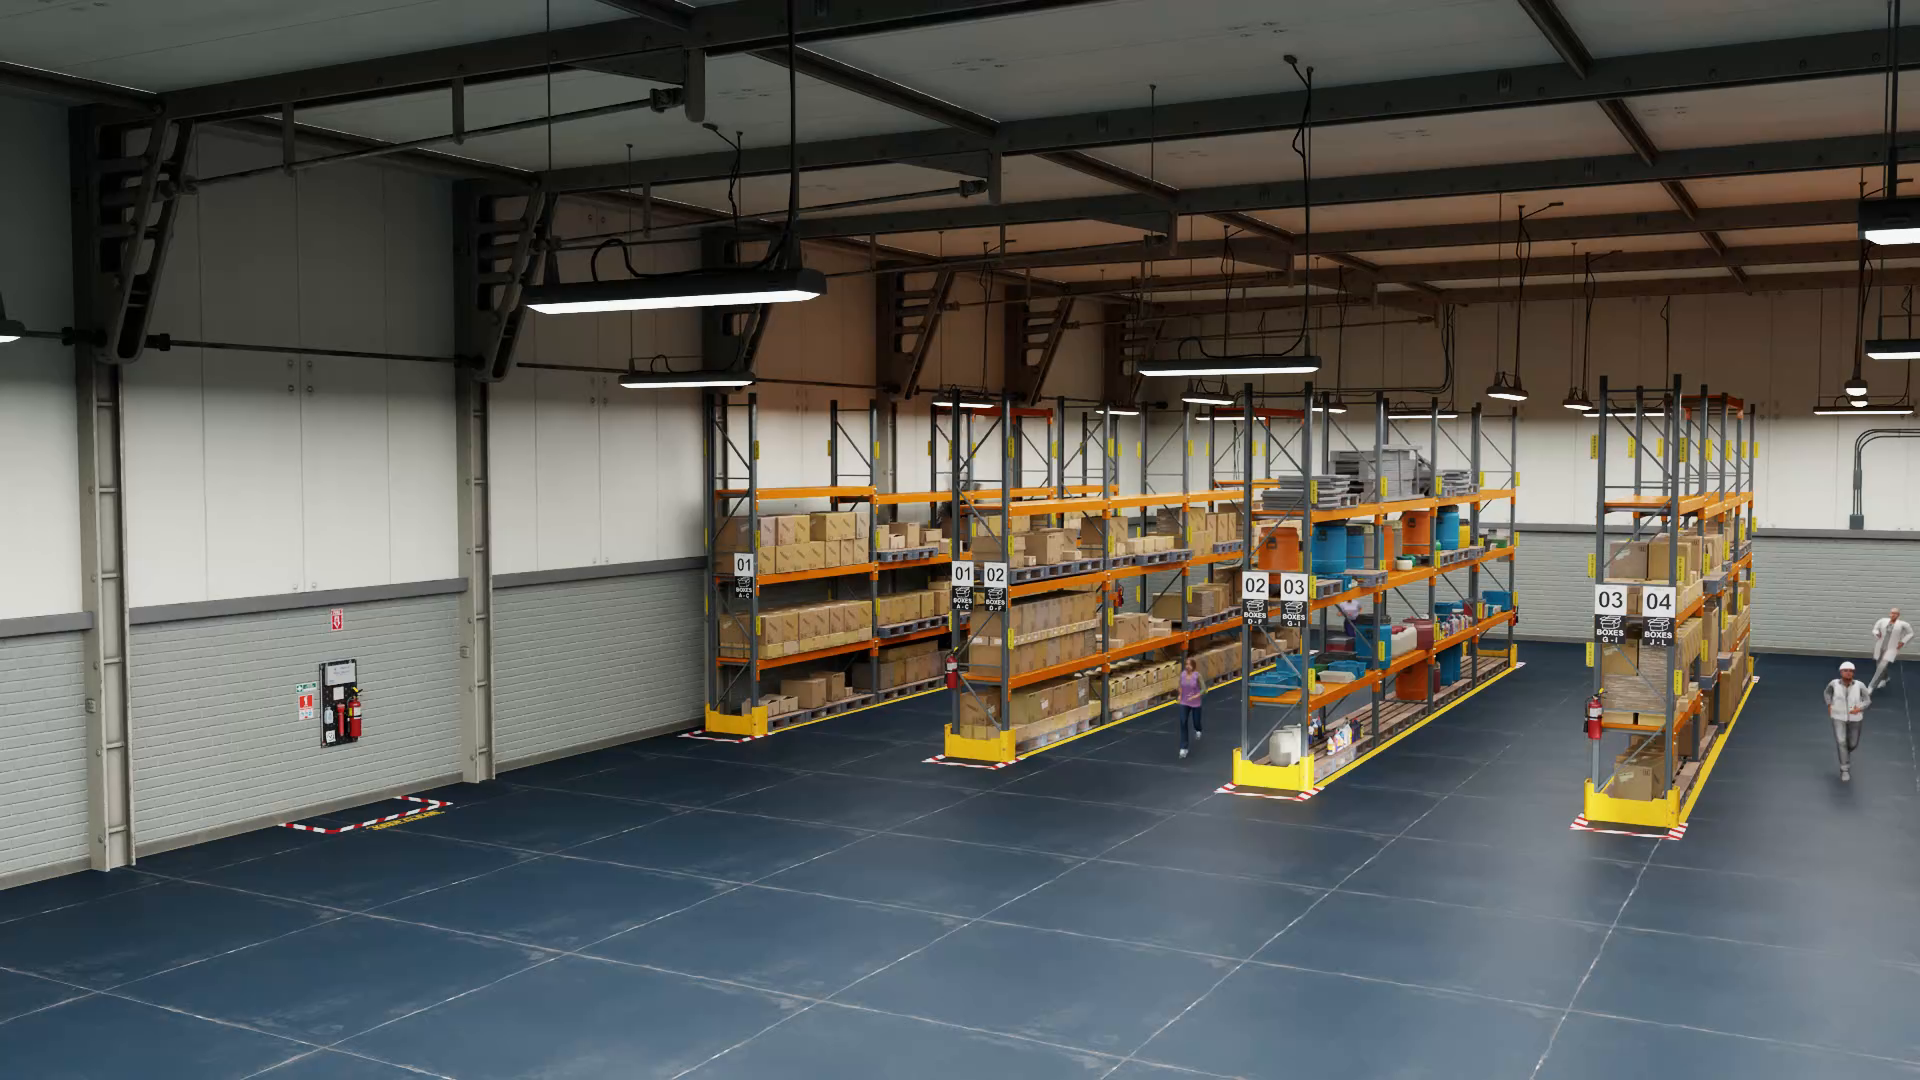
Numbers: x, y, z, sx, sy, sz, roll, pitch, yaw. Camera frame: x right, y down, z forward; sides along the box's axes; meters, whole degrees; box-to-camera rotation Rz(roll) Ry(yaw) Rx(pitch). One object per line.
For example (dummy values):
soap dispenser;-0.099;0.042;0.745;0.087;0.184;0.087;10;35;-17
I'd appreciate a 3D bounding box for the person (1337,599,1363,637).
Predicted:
person;9.357;2.038;39.901;0.622;1.623;0.905;1;3;10

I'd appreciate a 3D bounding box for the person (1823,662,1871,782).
person;13.638;2.759;25.556;0.620;1.787;1.087;1;3;18

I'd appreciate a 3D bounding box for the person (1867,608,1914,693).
person;19.194;2.274;34.284;1.008;1.760;0.716;-2;4;-37

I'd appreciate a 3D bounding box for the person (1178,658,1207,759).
person;3.824;2.737;27.443;0.508;1.592;1.033;1;3;19
